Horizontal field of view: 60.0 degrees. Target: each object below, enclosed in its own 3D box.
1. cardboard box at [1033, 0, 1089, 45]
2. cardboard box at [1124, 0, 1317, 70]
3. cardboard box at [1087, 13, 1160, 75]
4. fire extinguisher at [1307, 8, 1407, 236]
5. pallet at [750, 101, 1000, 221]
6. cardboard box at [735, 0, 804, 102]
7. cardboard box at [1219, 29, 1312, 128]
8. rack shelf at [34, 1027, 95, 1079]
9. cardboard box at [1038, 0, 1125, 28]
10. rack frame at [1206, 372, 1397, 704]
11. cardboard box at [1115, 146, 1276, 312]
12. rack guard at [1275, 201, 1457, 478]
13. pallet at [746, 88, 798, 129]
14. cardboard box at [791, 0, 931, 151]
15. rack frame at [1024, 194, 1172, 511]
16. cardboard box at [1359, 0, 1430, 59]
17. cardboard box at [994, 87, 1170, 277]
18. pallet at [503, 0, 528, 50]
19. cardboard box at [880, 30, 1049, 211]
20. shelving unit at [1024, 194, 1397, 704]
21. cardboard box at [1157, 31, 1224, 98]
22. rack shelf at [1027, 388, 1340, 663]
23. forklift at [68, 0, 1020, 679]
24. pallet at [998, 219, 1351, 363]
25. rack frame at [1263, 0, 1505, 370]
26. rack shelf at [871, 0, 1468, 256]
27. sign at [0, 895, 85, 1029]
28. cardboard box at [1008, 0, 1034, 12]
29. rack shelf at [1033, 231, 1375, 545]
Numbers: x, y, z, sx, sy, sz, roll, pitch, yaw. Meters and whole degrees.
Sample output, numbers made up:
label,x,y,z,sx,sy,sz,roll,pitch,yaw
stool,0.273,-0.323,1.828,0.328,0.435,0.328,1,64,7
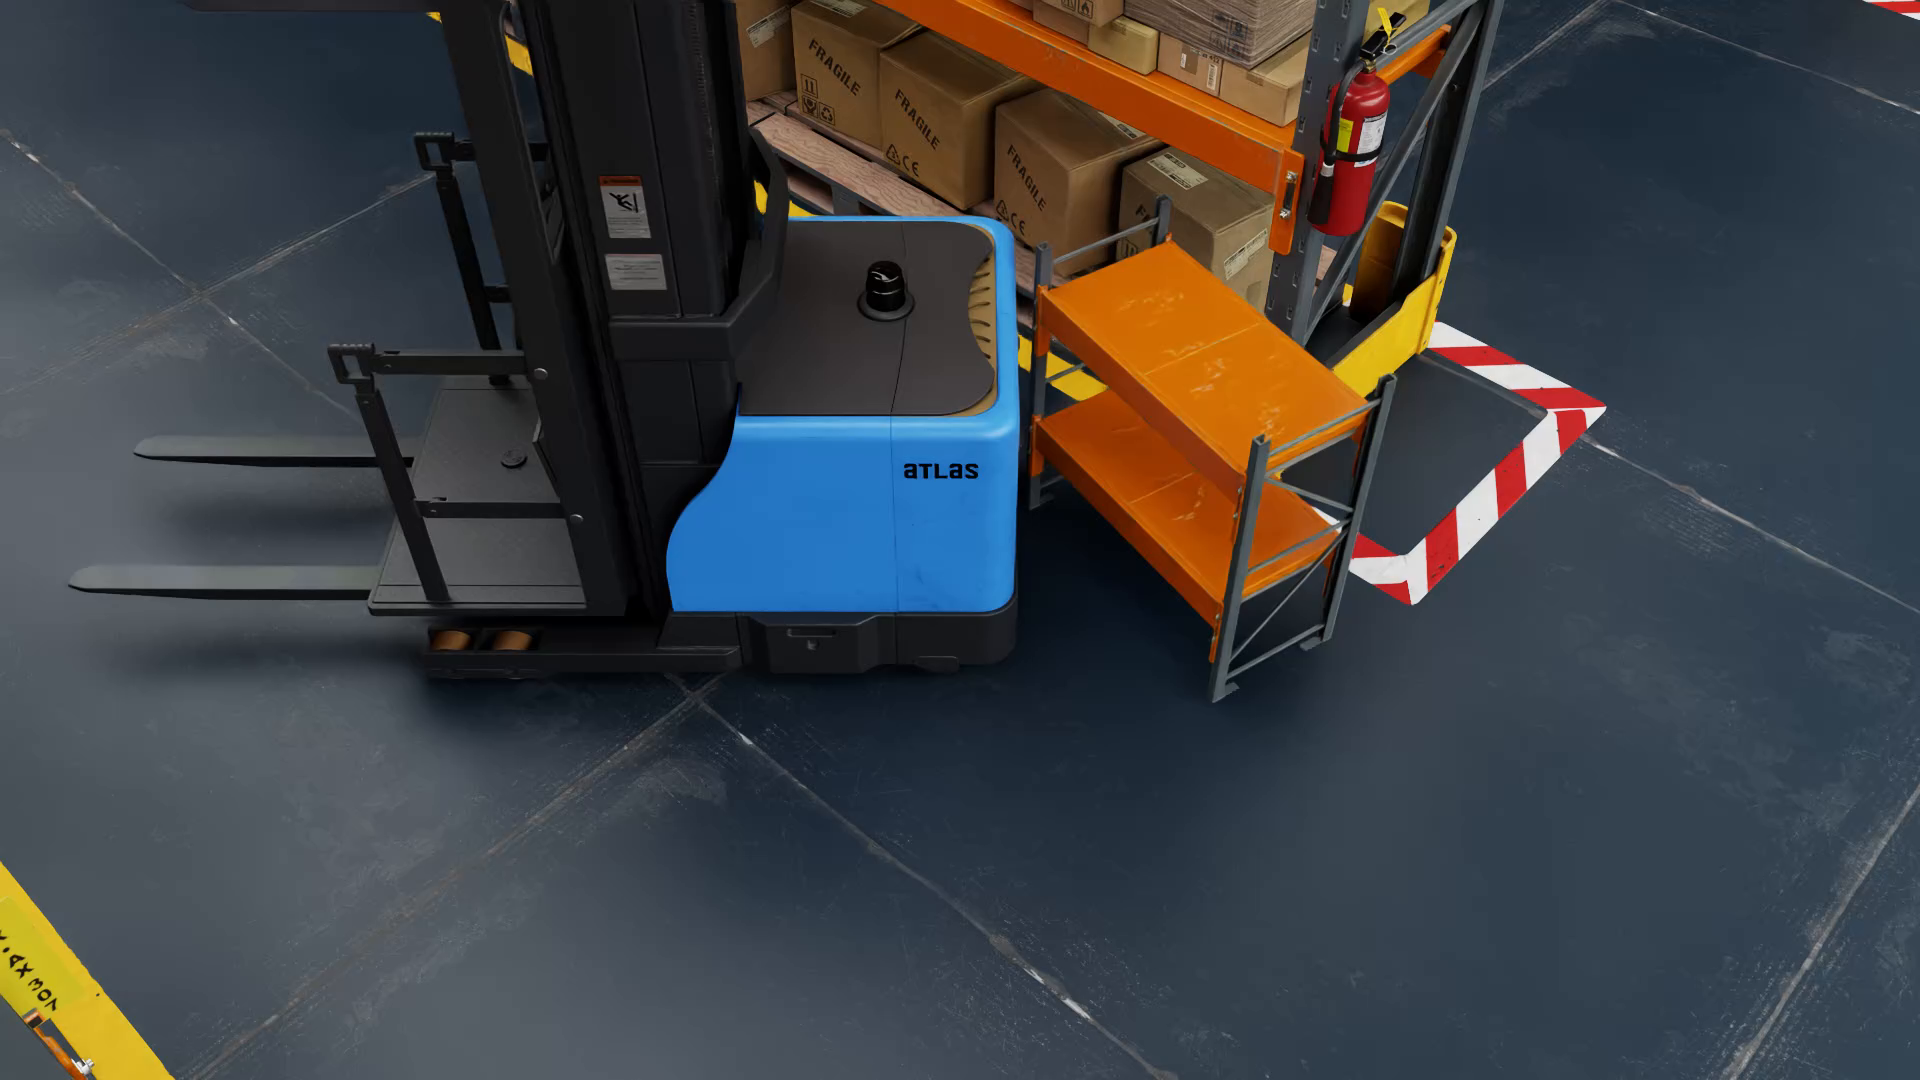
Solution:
label,x,y,z,sx,sy,sz,roll,pitch,yaw
cardboard box,0.463,-1.841,5.594,0.250,0.149,0.380,34,55,28
cardboard box,1.002,-1.968,5.267,0.500,0.500,0.875,34,55,28
cardboard box,0.636,-1.709,5.470,0.250,0.149,0.380,34,55,28
fire extinguisher,1.159,-1.215,4.886,0.183,0.674,0.296,34,55,28
pallet,-0.134,-1.652,7.156,1.213,0.211,1.003,34,55,28
cardboard box,-0.859,-2.313,7.290,0.500,0.500,0.500,-22,51,-19
cardboard box,1.038,-1.489,5.263,0.250,0.149,0.380,34,55,28
rack shelf,-3.442,0.366,3.843,4.000,0.370,1.077,34,55,28
cardboard box,0.553,-2.151,5.439,0.500,0.500,0.875,34,55,28
rack frame,1.000,0.024,4.955,0.500,1.125,0.032,-25,52,-22
cardboard box,0.940,-1.151,6.200,0.500,0.500,0.500,-28,53,-24
rack guard,1.331,-0.727,6.090,0.348,0.500,1.175,34,55,28
pallet,-1.035,-2.255,7.723,1.213,0.211,1.003,34,55,28
cardboard box,-0.350,-2.048,7.042,0.500,0.500,0.500,29,53,25
rack frame,0.446,-0.597,5.538,0.500,1.125,0.032,-25,52,-22
cardboard box,1.339,-1.728,5.487,0.250,0.149,0.380,34,55,28
cardboard box,0.477,-1.428,6.460,0.500,0.500,0.500,-25,52,-21
pallet,-2.125,-2.952,8.377,1.213,0.211,1.003,34,55,28
cardboard box,0.030,-1.748,6.760,0.500,0.500,0.500,-33,55,-27
shelving unit,0.723,-0.286,5.246,0.538,1.125,1.048,-25,52,-22
cardboard box,0.854,-1.613,5.380,0.250,0.149,0.380,34,55,28
rack shelf,0.723,-0.119,5.424,0.538,0.278,1.000,-25,52,-22
forklift,-1.334,-0.944,4.626,3.031,2.935,1.130,0,47,0
pallet,0.758,-1.049,6.590,1.213,0.211,1.003,34,55,28
rack frame,1.387,-1.545,5.143,0.127,3.000,1.000,34,55,28
rack shelf,-0.083,-2.288,6.334,4.000,0.370,1.077,34,55,28
sign,-1.596,0.721,2.826,0.005,0.325,0.100,34,55,28
cardboard box,0.307,-1.987,5.730,0.250,0.149,0.380,34,55,28
rack shelf,0.724,-0.487,5.033,0.538,0.278,1.000,-25,52,-22
